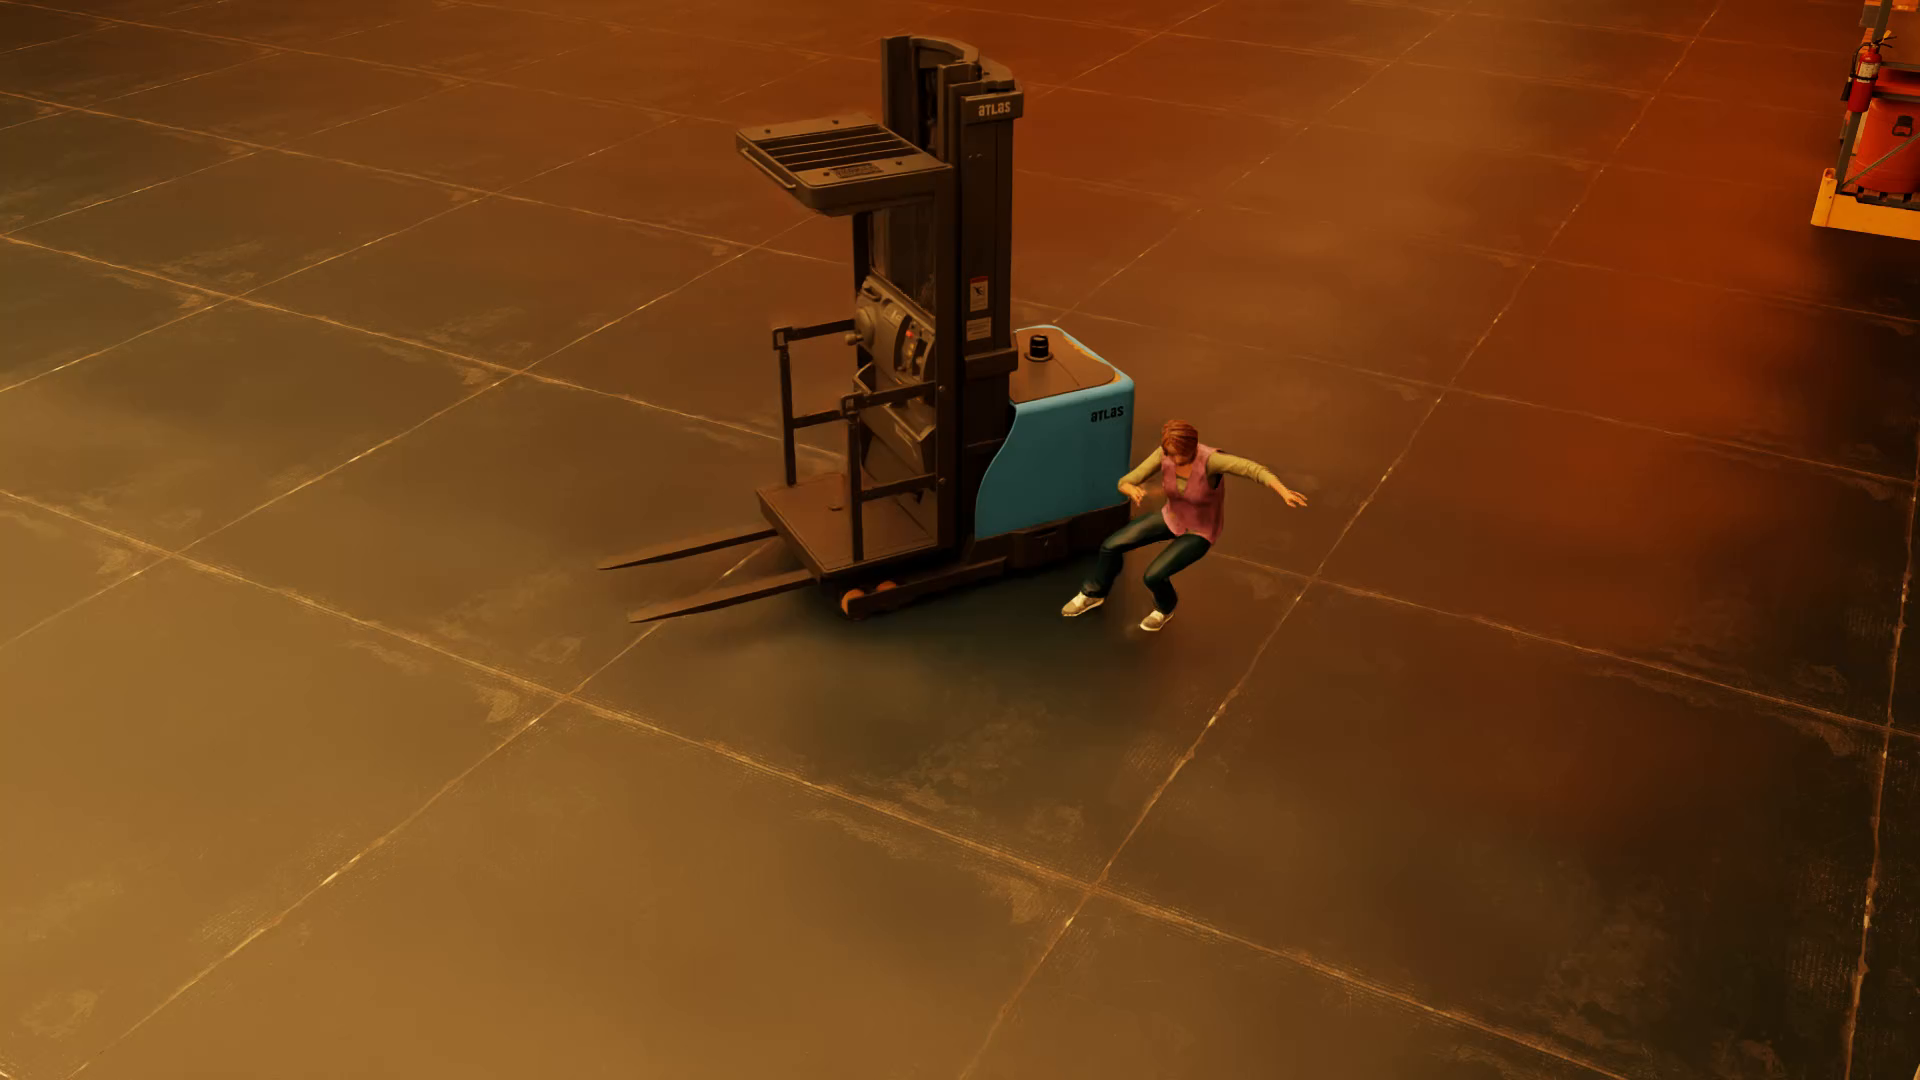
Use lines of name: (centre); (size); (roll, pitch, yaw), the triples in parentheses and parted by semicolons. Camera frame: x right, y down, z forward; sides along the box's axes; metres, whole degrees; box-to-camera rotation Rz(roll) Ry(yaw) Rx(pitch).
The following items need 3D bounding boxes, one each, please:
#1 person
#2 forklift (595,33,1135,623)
person: (1.178, 0.004, 8.714); (1.340, 1.310, 0.715); (23, 37, 34)
forklift: (-0.544, -1.129, 9.026); (3.031, 2.935, 1.130); (-14, 33, -23)
